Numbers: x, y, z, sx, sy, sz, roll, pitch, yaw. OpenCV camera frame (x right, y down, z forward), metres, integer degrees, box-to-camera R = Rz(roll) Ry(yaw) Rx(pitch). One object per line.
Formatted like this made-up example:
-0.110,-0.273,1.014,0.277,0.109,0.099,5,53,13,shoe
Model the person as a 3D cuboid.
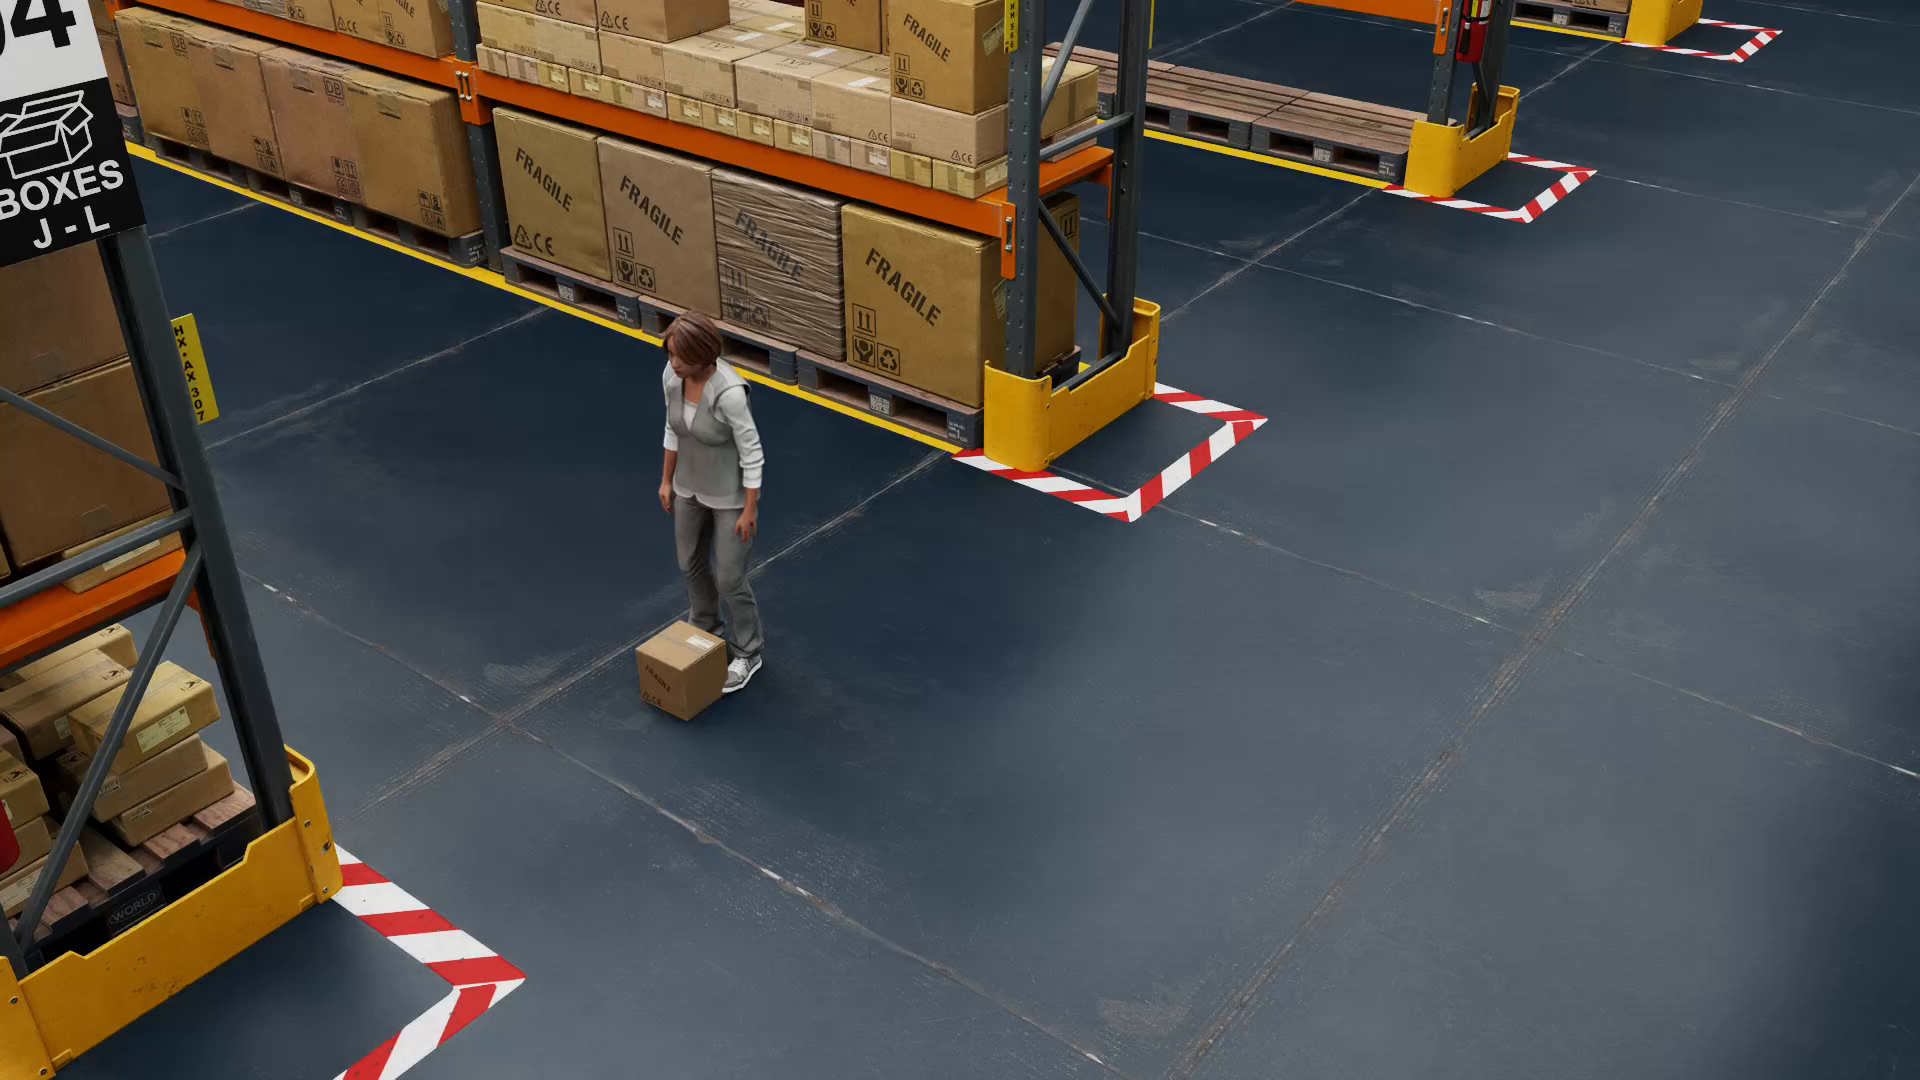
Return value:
-0.953,-0.161,6.408,0.483,1.594,0.340,20,36,29,person
